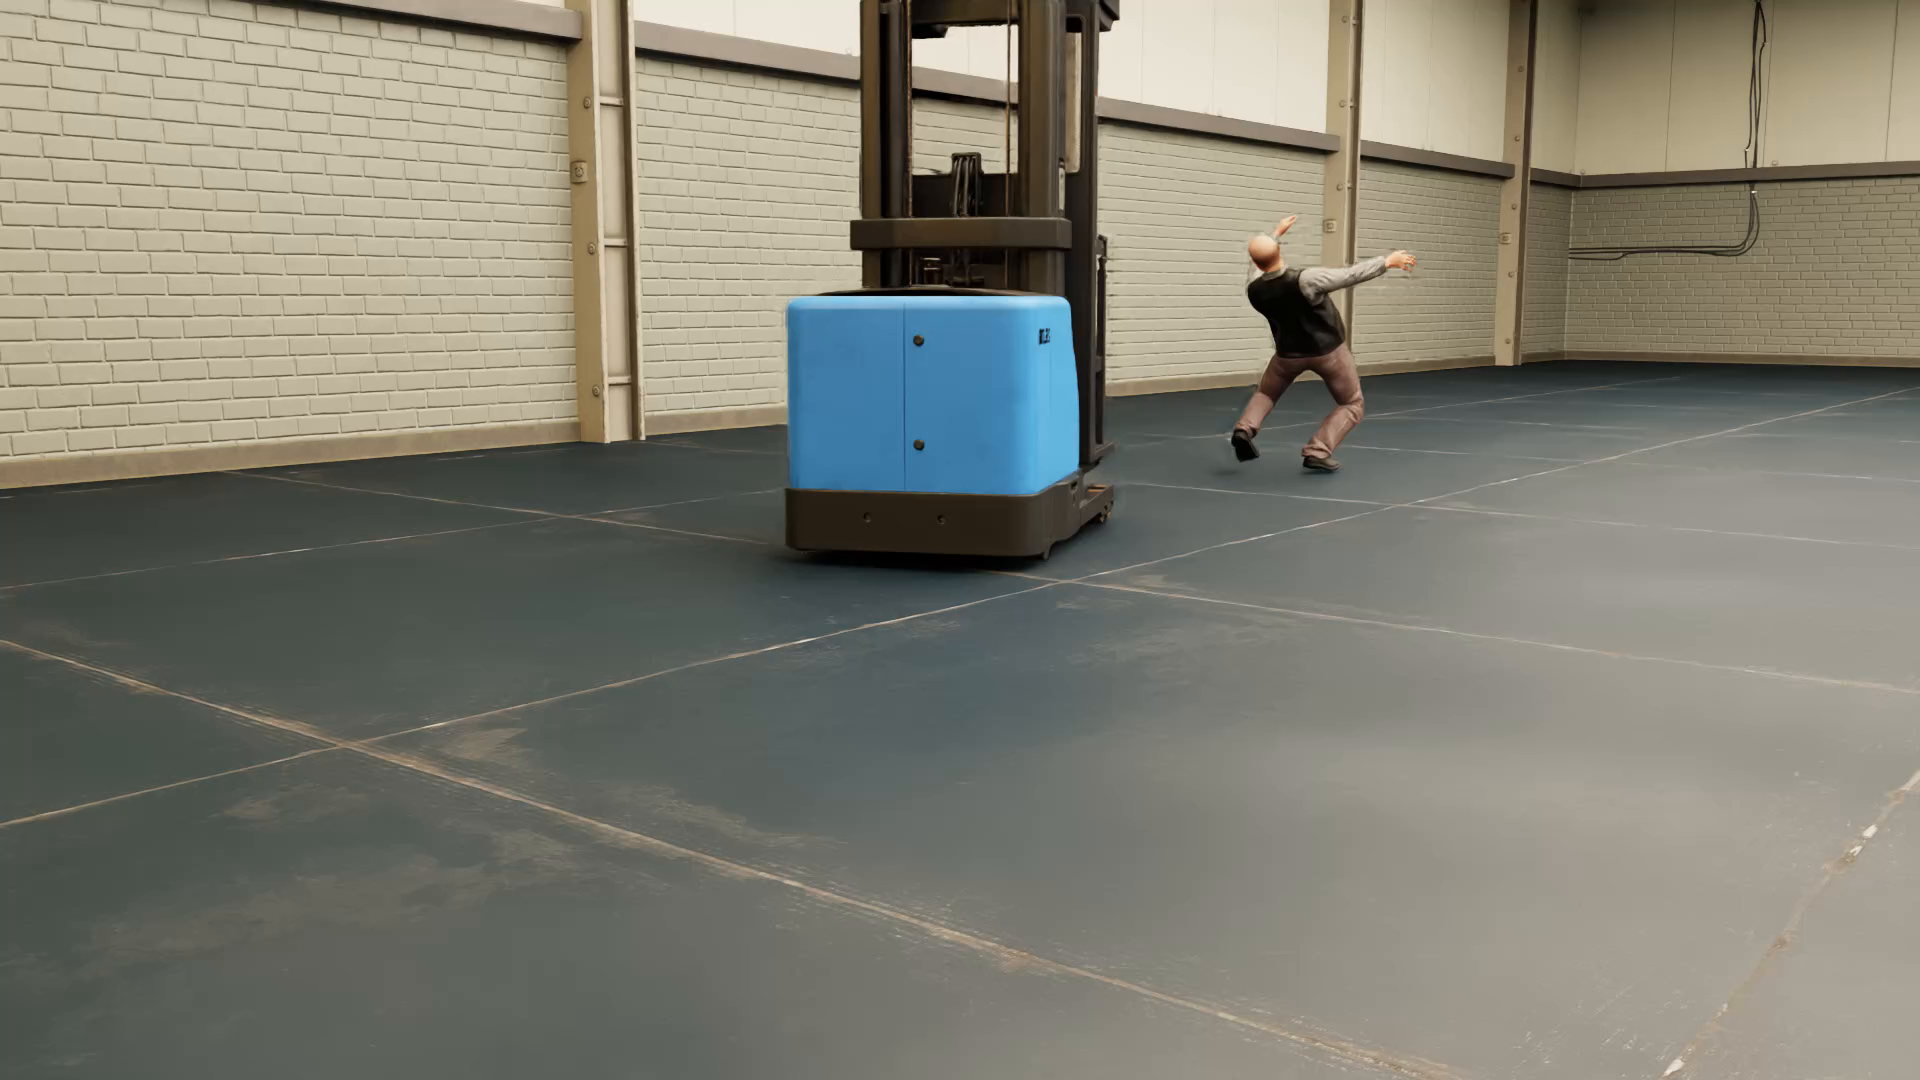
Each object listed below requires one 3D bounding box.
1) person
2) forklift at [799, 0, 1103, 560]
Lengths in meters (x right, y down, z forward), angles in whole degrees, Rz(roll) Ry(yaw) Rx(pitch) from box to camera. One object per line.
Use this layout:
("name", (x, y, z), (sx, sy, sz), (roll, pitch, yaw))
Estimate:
("person", (2.152, -1.225, 10.227), (0.966, 1.618, 0.715), (6, 10, 37))
("forklift", (0.086, -1.543, 7.827), (1.130, 2.935, 3.031), (1, 8, 9))
